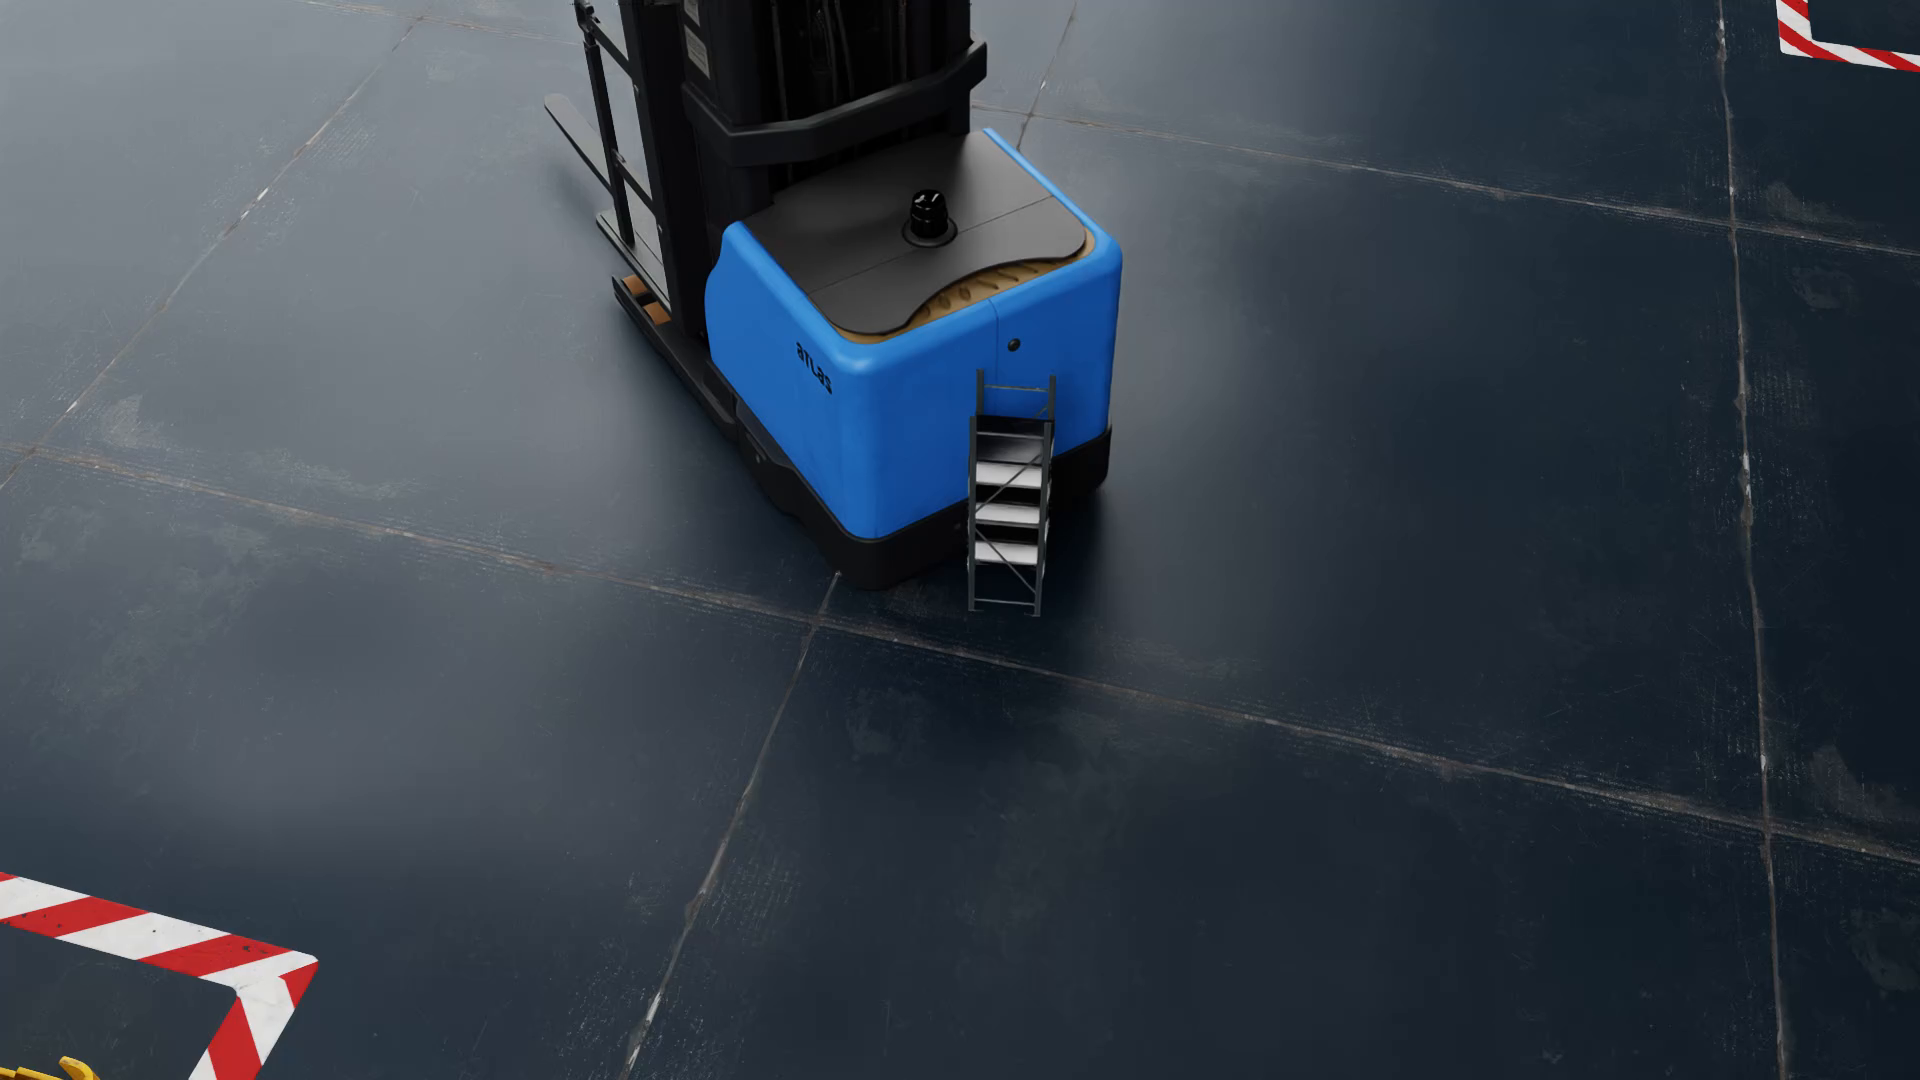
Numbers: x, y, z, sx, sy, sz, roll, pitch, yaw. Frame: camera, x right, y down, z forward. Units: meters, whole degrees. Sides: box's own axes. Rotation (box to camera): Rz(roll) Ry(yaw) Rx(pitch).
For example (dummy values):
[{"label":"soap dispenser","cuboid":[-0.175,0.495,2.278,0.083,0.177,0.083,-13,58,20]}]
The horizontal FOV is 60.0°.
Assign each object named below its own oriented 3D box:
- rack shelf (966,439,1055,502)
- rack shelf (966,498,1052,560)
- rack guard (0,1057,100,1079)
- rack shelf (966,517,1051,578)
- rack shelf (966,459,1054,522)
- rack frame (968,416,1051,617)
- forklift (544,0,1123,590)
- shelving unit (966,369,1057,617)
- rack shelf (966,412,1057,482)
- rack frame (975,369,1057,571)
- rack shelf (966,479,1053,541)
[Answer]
[{"label":"rack shelf","cuboid":[0.159,-0.226,5.153,0.258,0.077,0.200,5,49,4]},{"label":"rack shelf","cuboid":[0.158,-0.047,5.356,0.258,0.077,0.200,5,49,4]},{"label":"rack guard","cuboid":[-2.651,1.437,4.149,1.175,0.500,0.348,12,50,10]},{"label":"rack shelf","cuboid":[0.158,0.012,5.423,0.258,0.077,0.200,5,49,4]},{"label":"rack shelf","cuboid":[0.158,-0.166,5.221,0.258,0.077,0.200,5,49,4]},{"label":"rack frame","cuboid":[0.147,-0.053,5.196,0.240,0.900,0.006,5,49,4]},{"label":"forklift","cuboid":[-0.692,-1.895,5.468,1.130,2.935,3.031,-25,53,-21]},{"label":"shelving unit","cuboid":[0.158,-0.129,5.263,0.258,0.900,0.210,5,49,4]},{"label":"rack shelf","cuboid":[0.159,-0.285,5.086,0.258,0.077,0.200,5,49,4]},{"label":"rack frame","cuboid":[0.170,-0.204,5.330,0.240,0.900,0.006,5,49,4]},{"label":"rack shelf","cuboid":[0.158,-0.107,5.288,0.258,0.077,0.200,5,49,4]}]
